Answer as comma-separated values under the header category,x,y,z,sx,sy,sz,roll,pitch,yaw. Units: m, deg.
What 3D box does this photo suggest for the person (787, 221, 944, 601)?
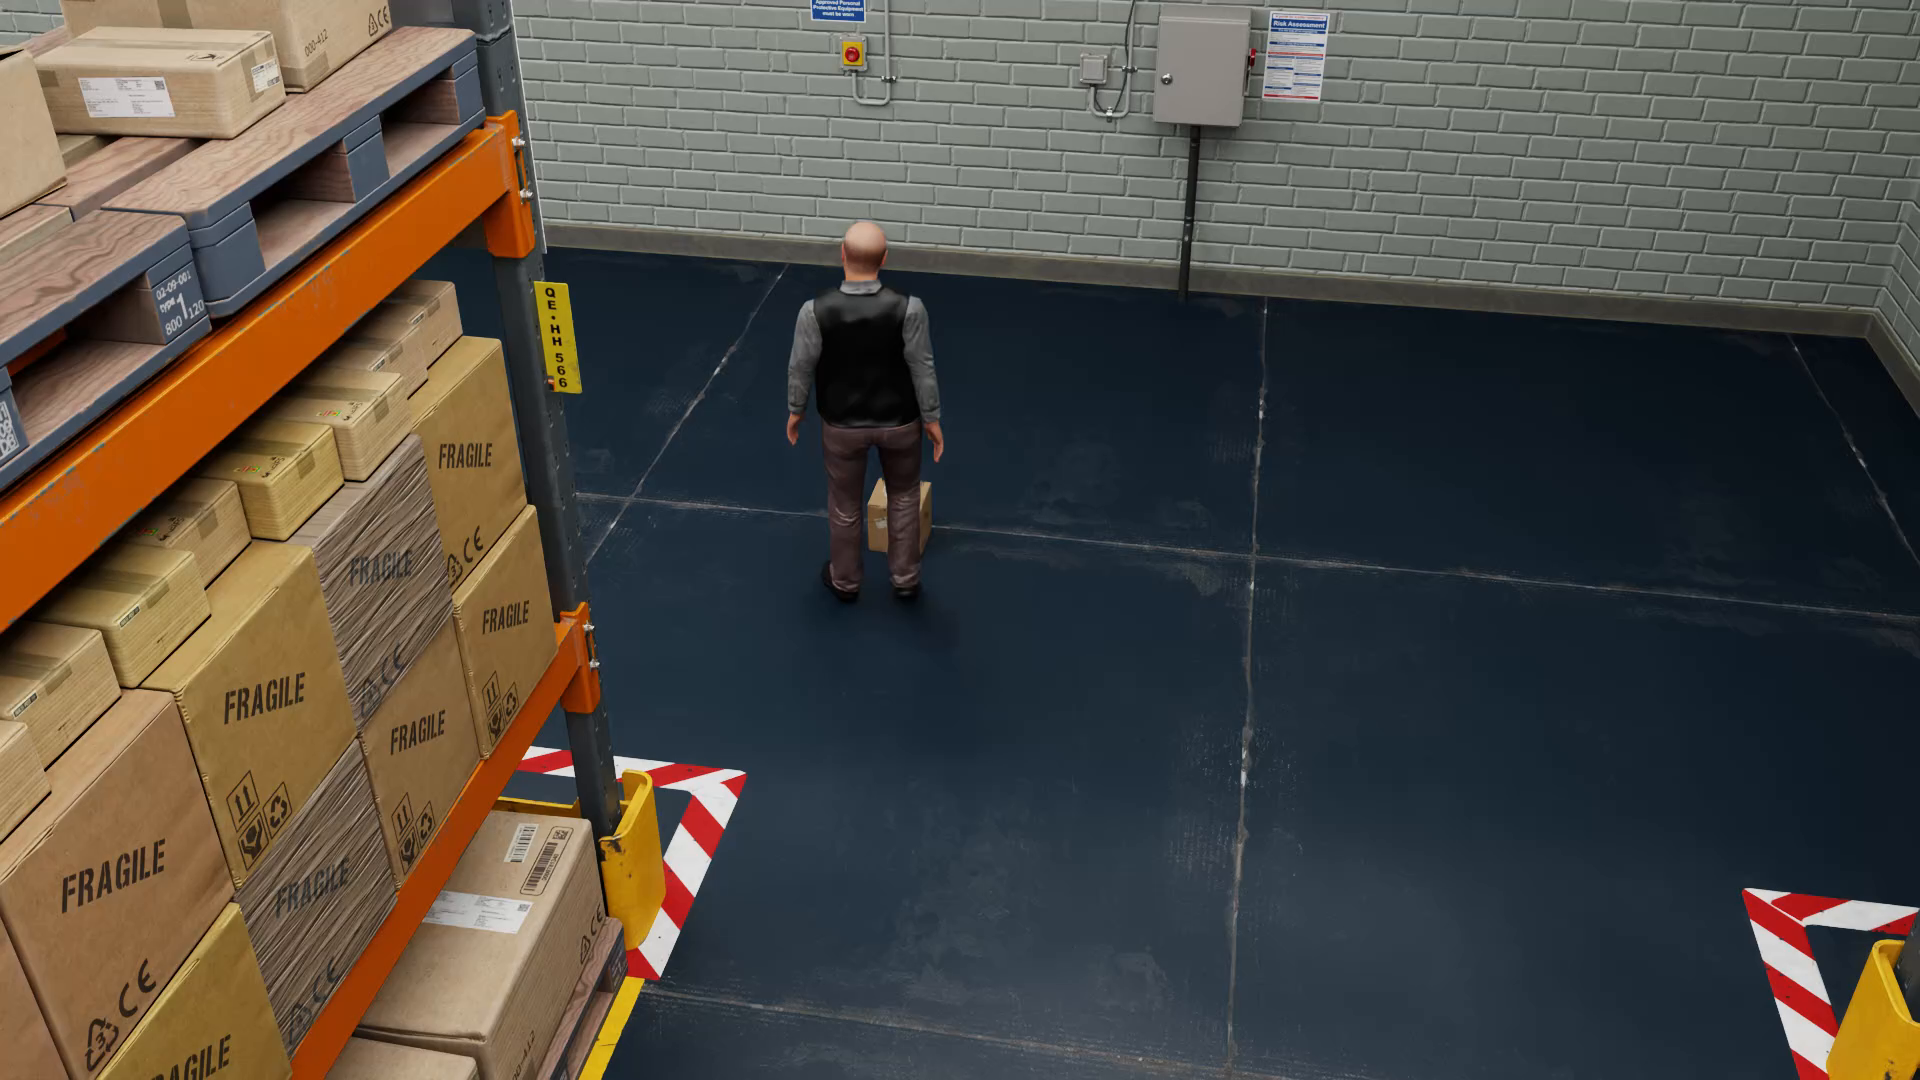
category,x,y,z,sx,sy,sz,roll,pitch,yaw
person,-0.400,-0.484,6.932,0.645,1.761,0.401,-3,32,-4
